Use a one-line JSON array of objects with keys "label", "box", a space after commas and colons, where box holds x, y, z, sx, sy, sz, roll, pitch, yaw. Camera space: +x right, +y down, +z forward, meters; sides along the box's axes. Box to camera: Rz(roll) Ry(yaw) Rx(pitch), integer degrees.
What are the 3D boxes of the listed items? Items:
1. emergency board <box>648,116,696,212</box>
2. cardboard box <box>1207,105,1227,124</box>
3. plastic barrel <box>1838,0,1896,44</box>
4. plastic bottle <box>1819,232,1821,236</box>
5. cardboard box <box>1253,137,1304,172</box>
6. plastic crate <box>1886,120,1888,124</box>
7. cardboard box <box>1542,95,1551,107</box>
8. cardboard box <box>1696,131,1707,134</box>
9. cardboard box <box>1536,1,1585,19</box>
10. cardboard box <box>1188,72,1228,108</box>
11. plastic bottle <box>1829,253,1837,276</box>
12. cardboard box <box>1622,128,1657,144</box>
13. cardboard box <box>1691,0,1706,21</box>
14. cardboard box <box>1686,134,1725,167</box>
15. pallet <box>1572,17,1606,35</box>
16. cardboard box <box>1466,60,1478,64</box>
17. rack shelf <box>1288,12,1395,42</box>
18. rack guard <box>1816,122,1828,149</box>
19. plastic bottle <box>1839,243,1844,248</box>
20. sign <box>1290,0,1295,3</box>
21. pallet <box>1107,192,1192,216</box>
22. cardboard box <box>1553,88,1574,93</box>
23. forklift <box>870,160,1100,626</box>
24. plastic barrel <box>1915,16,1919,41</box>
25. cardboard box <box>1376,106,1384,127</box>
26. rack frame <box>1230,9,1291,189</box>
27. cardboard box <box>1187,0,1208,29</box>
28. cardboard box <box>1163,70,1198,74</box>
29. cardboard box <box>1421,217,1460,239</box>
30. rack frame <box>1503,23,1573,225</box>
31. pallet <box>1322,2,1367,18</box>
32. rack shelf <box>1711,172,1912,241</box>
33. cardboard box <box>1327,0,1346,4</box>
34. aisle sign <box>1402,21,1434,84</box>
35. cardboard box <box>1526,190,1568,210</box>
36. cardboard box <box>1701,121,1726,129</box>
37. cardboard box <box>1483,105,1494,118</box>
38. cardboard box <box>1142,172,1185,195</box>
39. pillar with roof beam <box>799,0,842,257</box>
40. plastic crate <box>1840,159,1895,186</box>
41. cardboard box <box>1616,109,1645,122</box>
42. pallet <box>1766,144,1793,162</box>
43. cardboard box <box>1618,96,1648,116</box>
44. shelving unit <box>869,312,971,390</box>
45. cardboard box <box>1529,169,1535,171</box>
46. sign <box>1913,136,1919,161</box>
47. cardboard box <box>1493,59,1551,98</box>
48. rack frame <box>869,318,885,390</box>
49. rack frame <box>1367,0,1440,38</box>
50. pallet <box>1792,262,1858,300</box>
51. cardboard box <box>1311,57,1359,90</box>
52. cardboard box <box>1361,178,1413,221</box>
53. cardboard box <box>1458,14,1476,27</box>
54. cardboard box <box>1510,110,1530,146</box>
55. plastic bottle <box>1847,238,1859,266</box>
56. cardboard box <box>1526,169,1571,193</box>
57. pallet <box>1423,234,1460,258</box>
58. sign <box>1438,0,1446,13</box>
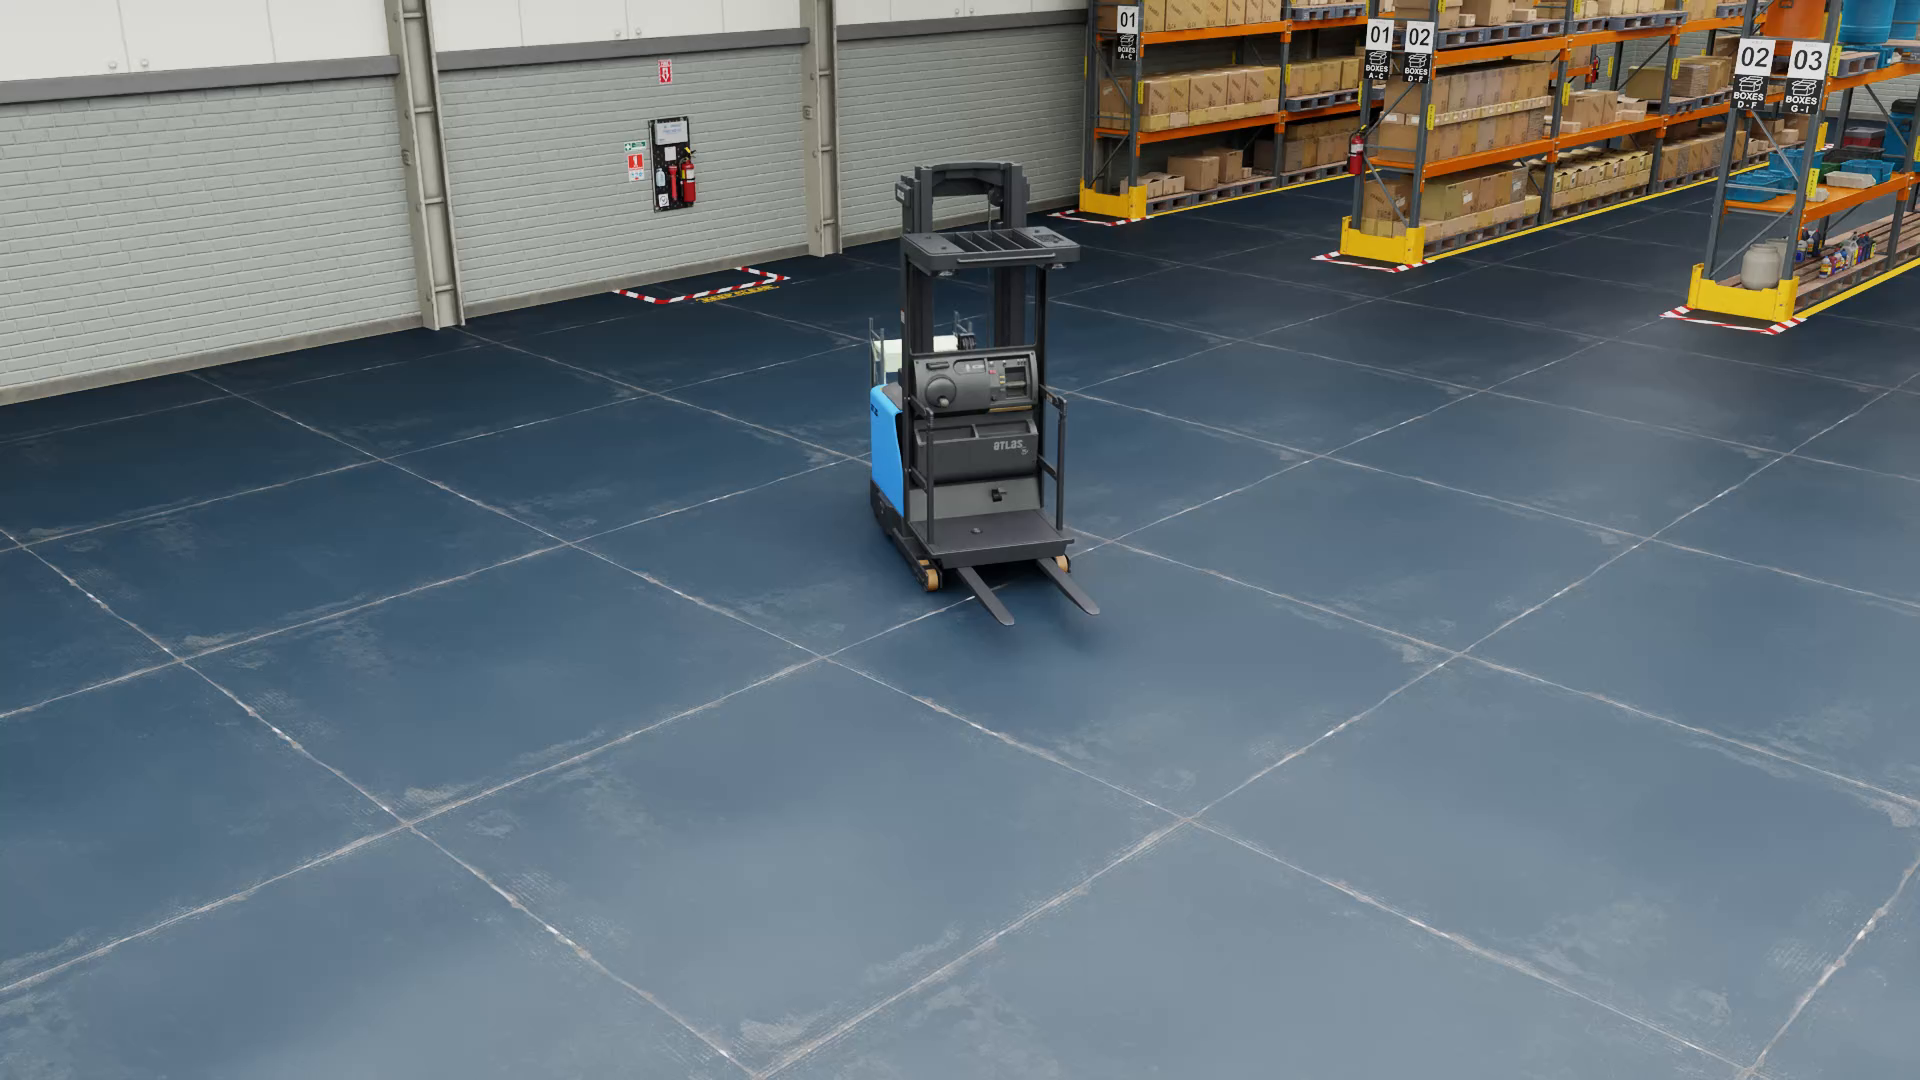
[{"label": "emergency board", "box": [-3.676, -4.858, 21.532, 0.194, 1.169, 0.643, 19, 28, 41]}, {"label": "cardboard box", "box": [4.026, -7.010, 27.314, 0.500, 0.250, 0.500, 20, 28, 41]}, {"label": "plastic barrel", "box": [11.510, -6.779, 21.066, 0.600, 0.901, 0.708, 19, 28, 41]}, {"label": "plastic bottle", "box": [11.615, -4.027, 22.543, 0.061, 0.283, 0.133, 19, 28, 41]}, {"label": "cardboard box", "box": [5.684, -6.889, 29.689, 0.500, 0.500, 0.700, -19, 28, -40]}, {"label": "plastic crate", "box": [13.725, -5.897, 24.147, 0.402, 0.464, 0.583, 19, 28, 41]}, {"label": "cardboard box", "box": [8.698, -6.645, 25.138, 0.380, 0.149, 0.250, 19, 28, 41]}, {"label": "cardboard box", "box": [13.439, -7.310, 30.784, 0.500, 0.500, 0.500, -20, 28, -41]}, {"label": "cardboard box", "box": [9.171, -8.101, 25.413, 0.500, 0.250, 0.500, -17, 27, -37]}, {"label": "cardboard box", "box": [4.009, -7.358, 27.172, 0.500, 0.500, 0.500, -19, 28, -40]}, {"label": "plastic bottle", "box": [11.150, -3.529, 21.248, 0.133, 0.283, 0.061, -20, 28, -41]}, {"label": "cardboard box", "box": [12.046, -7.150, 29.322, 0.500, 0.250, 0.500, -19, 28, -40]}, {"label": "cardboard box", "box": [12.161, -9.145, 28.367, 0.910, 0.500, 0.500, 19, 28, 41]}, {"label": "cardboard box", "box": [13.476, -7.061, 30.136, 0.500, 0.500, 0.500, 20, 29, 41]}, {"label": "pallet", "box": [9.341, -7.960, 25.688, 0.805, 0.209, 1.217, 18, 27, 39]}, {"label": "cardboard box", "box": [9.917, -9.466, 32.941, 0.500, 0.500, 0.500, 19, 28, 41]}, {"label": "rack shelf", "box": [6.578, -9.236, 29.745, 1.077, 0.370, 4.000, 19, 28, 41]}, {"label": "rack guard", "box": [17.053, -8.317, 34.016, 1.175, 0.500, 0.348, 19, 28, 41]}, {"label": "plastic bottle", "box": [11.588, -3.764, 21.861, 0.061, 0.283, 0.133, 19, 28, 41]}, {"label": "sign", "box": [5.577, -9.165, 27.837, 0.100, 0.325, 0.005, 19, 28, 41]}, {"label": "pallet", "box": [3.037, -5.547, 27.213, 1.003, 0.211, 1.213, 19, 28, 41]}, {"label": "cardboard box", "box": [13.178, -9.791, 36.361, 0.380, 0.149, 0.250, 19, 28, 40]}, {"label": "forklift", "box": [0.182, -1.152, 11.985, 1.130, 2.935, 3.031, -6, 22, -16]}, {"label": "plastic barrel", "box": [12.936, -7.165, 22.656, 0.600, 0.901, 0.600, 0, 21, 0]}, {"label": "cardboard box", "box": [8.580, -8.035, 32.208, 0.750, 0.750, 0.750, 19, 28, 40]}, {"label": "rack frame", "box": [5.183, -7.658, 28.816, 1.000, 3.000, 0.127, 19, 28, 41]}, {"label": "cardboard box", "box": [3.564, -8.372, 26.328, 0.500, 0.500, 0.500, -19, 28, -40]}, {"label": "cardboard box", "box": [3.636, -7.483, 27.499, 0.500, 0.500, 0.500, -20, 29, -41]}, {"label": "cardboard box", "box": [6.824, -4.515, 23.887, 0.500, 0.250, 0.500, 19, 28, 41]}, {"label": "rack frame", "box": [8.735, -6.419, 25.593, 1.000, 3.000, 0.127, 19, 28, 41]}, {"label": "pallet", "box": [6.411, -9.369, 29.351, 1.213, 0.211, 1.003, 19, 28, 41]}, {"label": "rack shelf", "box": [10.886, -4.328, 21.157, 1.077, 0.370, 4.000, 19, 28, 41]}, {"label": "cardboard box", "box": [6.482, -9.738, 29.323, 0.500, 0.500, 0.500, 18, 27, 39]}, {"label": "aisle sign", "box": [6.118, -6.510, 22.208, 0.394, 0.787, 0.004, 19, 28, 41]}, {"label": "cardboard box", "box": [9.193, -5.373, 26.120, 0.500, 0.250, 0.500, 18, 28, 39]}, {"label": "cardboard box", "box": [14.510, -7.731, 31.879, 0.500, 0.500, 0.500, 19, 28, 41]}, {"label": "cardboard box", "box": [7.445, -6.182, 23.933, 0.380, 0.149, 0.250, 20, 28, 41]}, {"label": "cardboard box", "box": [3.337, -5.881, 27.330, 0.500, 0.311, 0.500, -17, 27, -38]}, {"label": "pillar with roof beam", "box": [1.160, -7.206, 19.280, 9.100, 9.000, 0.400, 19, 28, 41]}, {"label": "plastic crate", "box": [11.703, -4.756, 21.475, 0.499, 0.251, 0.616, 19, 28, 41]}, {"label": "cardboard box", "box": [11.096, -7.029, 27.532, 0.380, 0.149, 0.250, 19, 28, 41]}, {"label": "pallet", "box": [15.646, -7.665, 32.722, 1.003, 0.211, 1.213, 19, 28, 41]}, {"label": "cardboard box", "box": [11.240, -7.323, 28.070, 0.500, 0.311, 0.500, -18, 27, -39]}, {"label": "shelving unit", "box": [-0.326, -1.091, 13.821, 0.755, 1.500, 0.431, -6, 22, -16]}, {"label": "cardboard box", "box": [8.812, -5.769, 26.368, 0.500, 0.311, 0.500, 19, 28, 41]}, {"label": "sign", "box": [12.667, -5.167, 21.950, 0.100, 0.325, 0.005, 19, 28, 41]}, {"label": "cardboard box", "box": [8.430, -6.955, 25.042, 0.700, 0.500, 0.500, 19, 28, 41]}, {"label": "rack frame", "box": [-0.676, -1.052, 13.722, 0.023, 1.500, 0.400, -6, 22, -16]}, {"label": "rack frame", "box": [5.944, -8.191, 21.842, 1.000, 3.000, 0.127, 19, 28, 41]}, {"label": "pallet", "box": [10.931, -3.399, 21.624, 1.003, 0.211, 1.213, 19, 28, 41]}, {"label": "cardboard box", "box": [6.799, -8.489, 30.226, 0.700, 0.500, 0.500, 19, 28, 41]}, {"label": "cardboard box", "box": [6.105, -4.865, 23.754, 0.500, 0.500, 0.500, 19, 28, 41]}, {"label": "cardboard box", "box": [6.891, -7.193, 22.997, 0.380, 0.149, 0.250, 19, 28, 41]}, {"label": "cardboard box", "box": [8.066, -6.212, 24.917, 0.700, 0.500, 0.500, 19, 28, 40]}, {"label": "plastic bottle", "box": [11.679, -3.777, 21.799, 0.144, 0.351, 0.185, 19, 28, 40]}, {"label": "cardboard box", "box": [9.201, -5.637, 26.025, 0.500, 0.311, 0.500, 19, 28, 41]}, {"label": "pallet", "box": [6.448, -4.296, 23.957, 1.003, 0.211, 1.213, 19, 28, 41]}, {"label": "sign", "box": [6.338, -7.095, 21.844, 0.100, 0.325, 0.005, 19, 28, 41]}]
